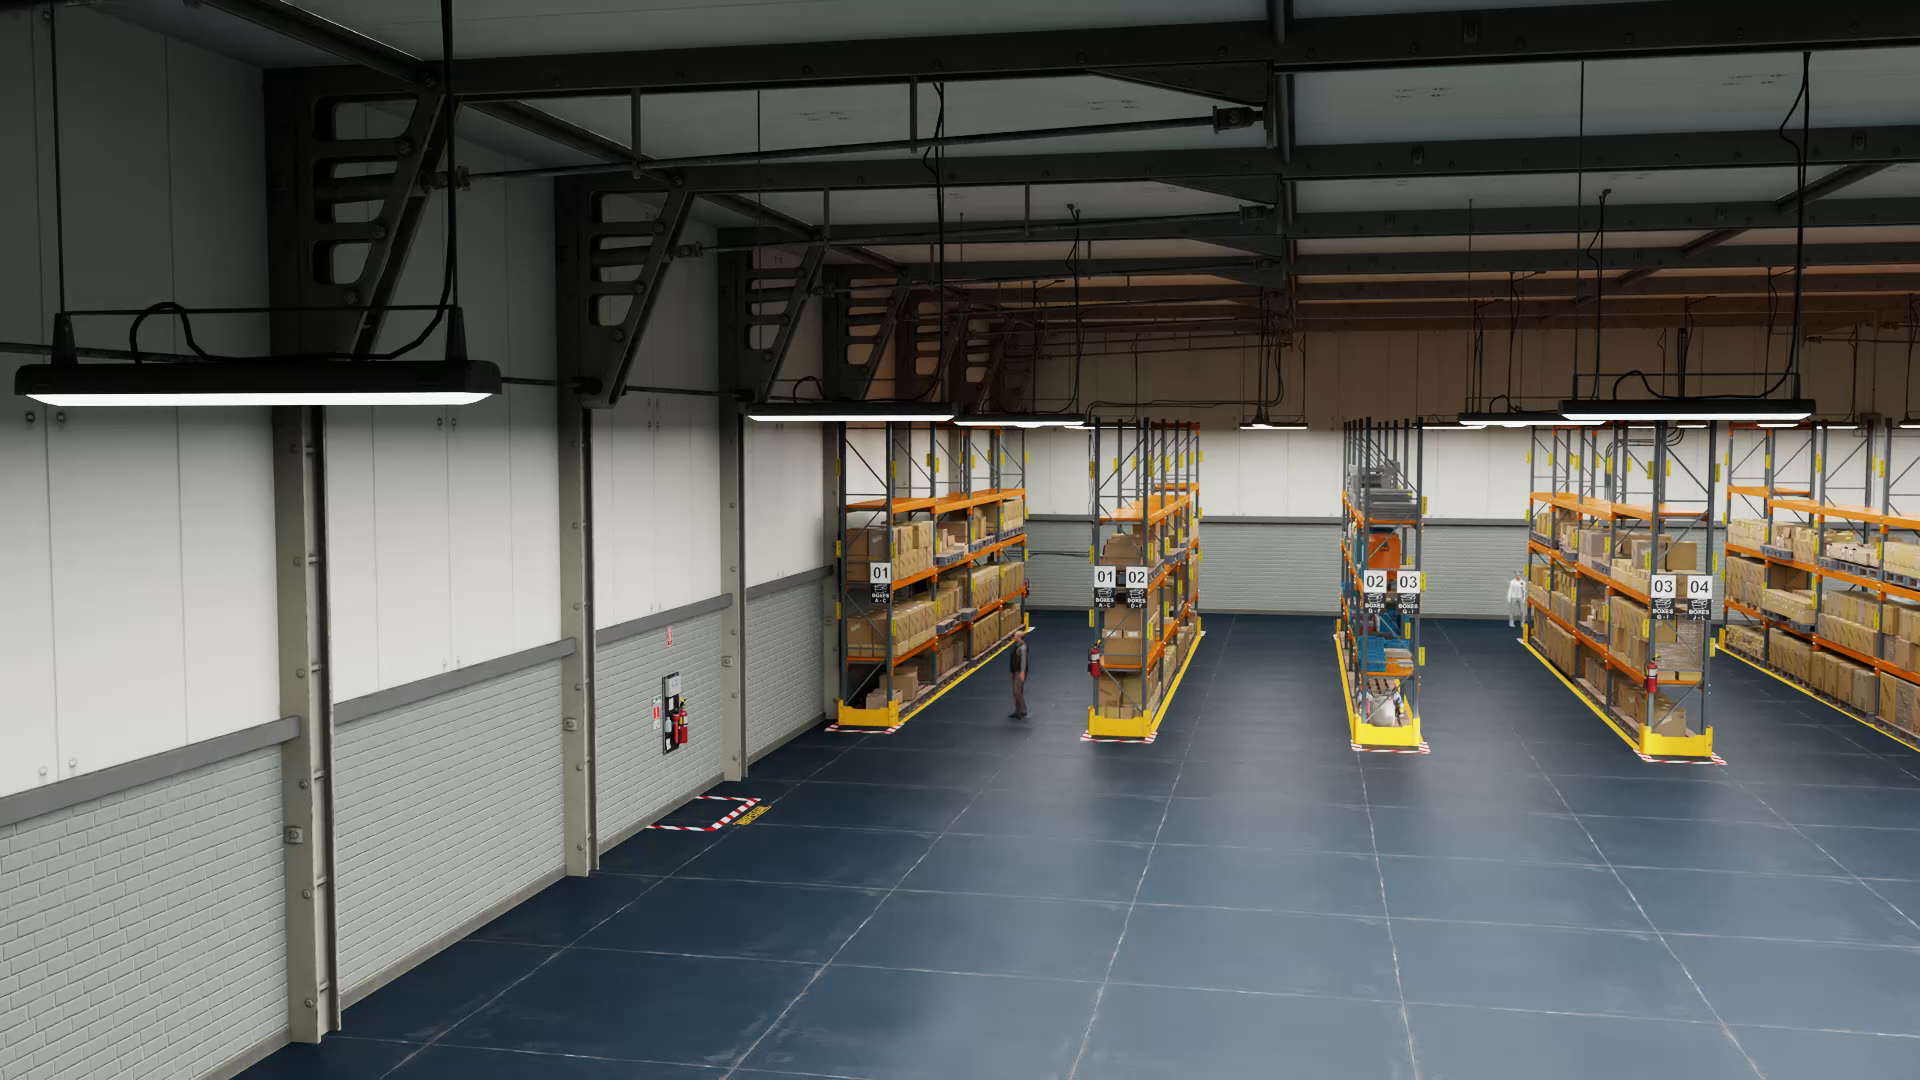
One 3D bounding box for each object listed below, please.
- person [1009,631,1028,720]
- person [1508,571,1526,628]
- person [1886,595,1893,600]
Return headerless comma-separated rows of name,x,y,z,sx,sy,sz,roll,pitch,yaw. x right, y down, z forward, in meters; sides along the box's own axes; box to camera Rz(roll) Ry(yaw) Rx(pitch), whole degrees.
person,1.167,2.711,33.377,0.393,1.761,0.589,0,4,-7
person,16.359,1.743,48.818,0.521,1.692,0.401,1,4,13
person,22.448,2.209,40.264,0.620,1.779,0.497,-3,4,-34
